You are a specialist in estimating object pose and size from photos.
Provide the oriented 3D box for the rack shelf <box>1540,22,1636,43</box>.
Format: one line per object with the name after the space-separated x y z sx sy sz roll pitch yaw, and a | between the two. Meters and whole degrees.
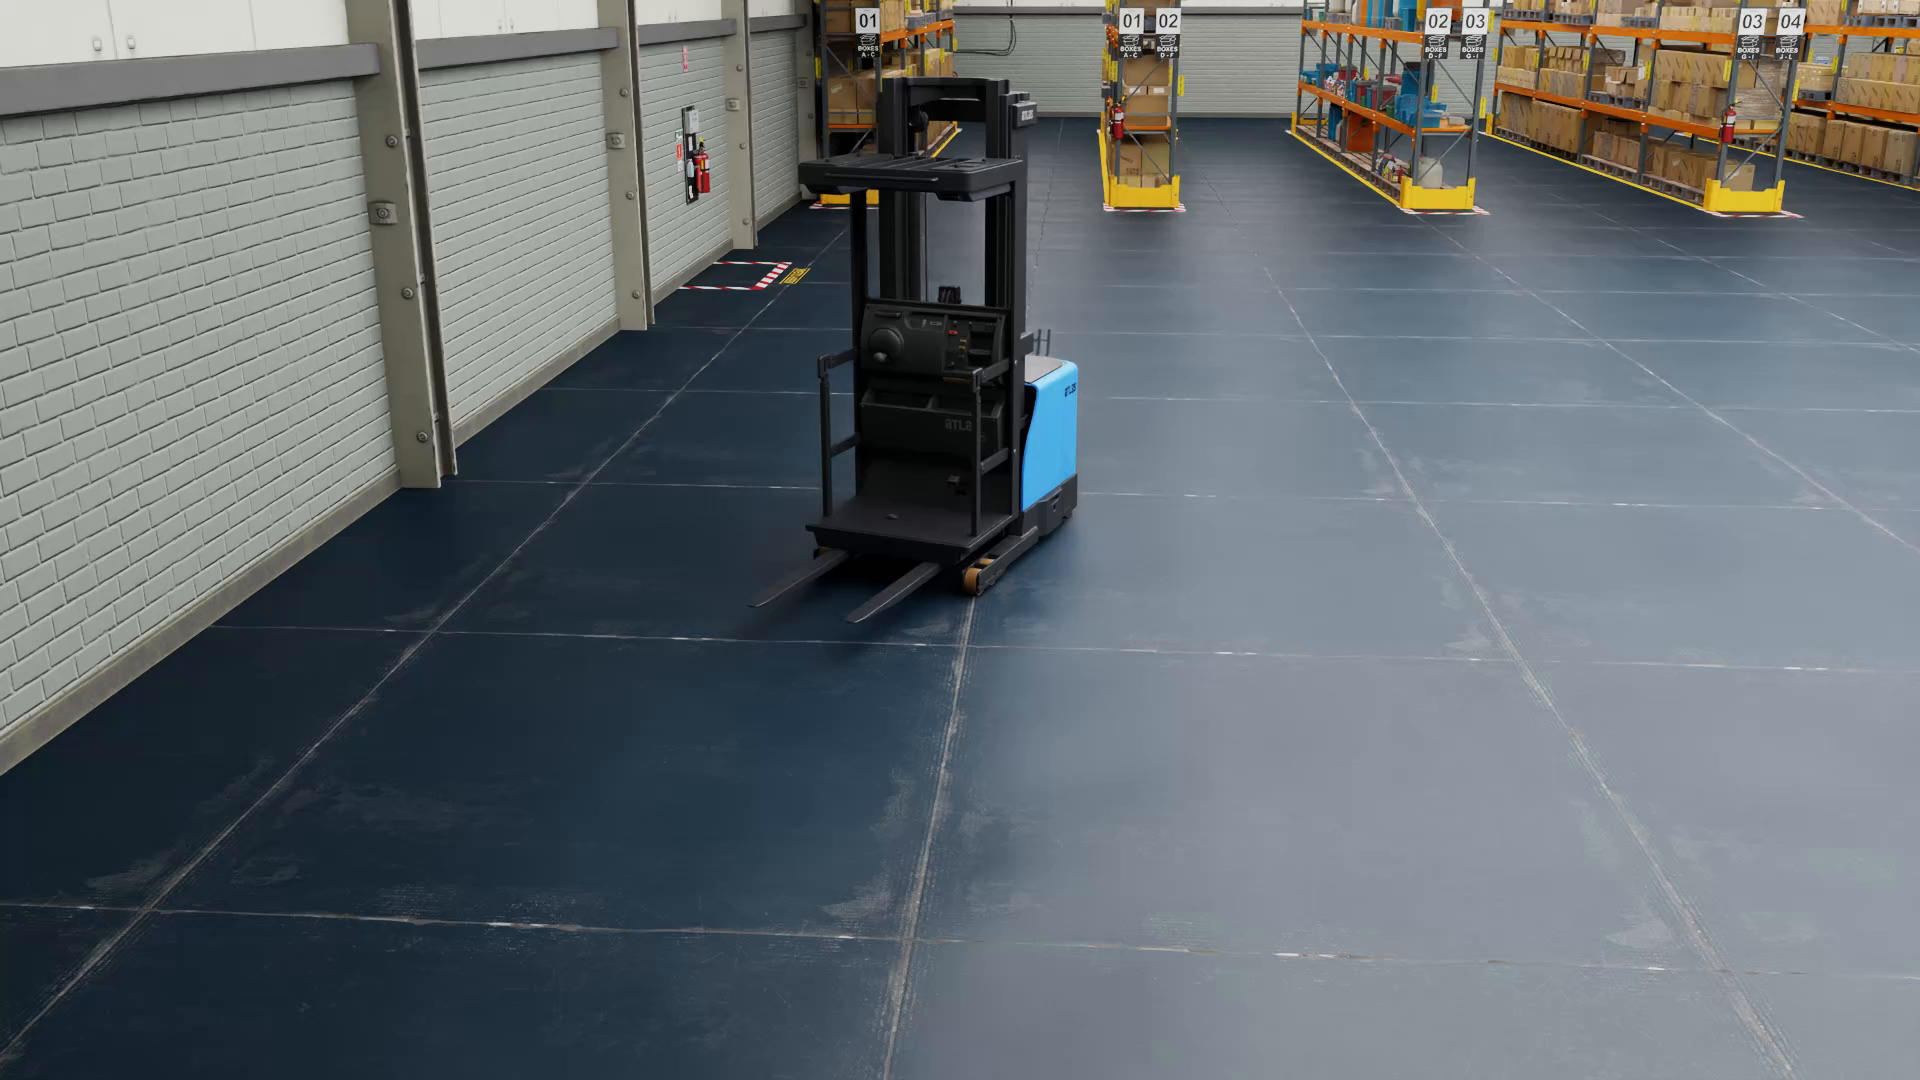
13.713 -11.079 36.256 1.077 0.370 4.000 1 18 4 | rack shelf

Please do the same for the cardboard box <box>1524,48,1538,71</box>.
13.663 -11.348 39.296 0.500 0.500 0.500 1 18 4 | cardboard box

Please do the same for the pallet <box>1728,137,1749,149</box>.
18.809 -9.359 39.147 1.003 0.211 1.213 1 18 4 | pallet

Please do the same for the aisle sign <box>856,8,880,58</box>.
-1.531 -8.428 27.652 0.394 0.787 0.004 1 18 4 | aisle sign

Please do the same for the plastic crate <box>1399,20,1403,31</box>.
7.958 -9.084 29.351 0.336 0.188 0.450 1 18 4 | plastic crate

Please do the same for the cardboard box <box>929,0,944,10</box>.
-0.653 -12.759 39.632 0.500 0.250 0.500 1 18 4 | cardboard box

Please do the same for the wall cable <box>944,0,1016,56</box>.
0.084 -15.315 48.197 3.097 2.526 0.112 1 18 4 | wall cable

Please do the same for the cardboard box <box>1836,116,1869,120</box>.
18.801 -8.809 35.126 0.500 0.250 0.500 0 18 1 | cardboard box

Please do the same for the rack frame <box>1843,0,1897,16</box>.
18.510 -12.083 33.348 1.000 3.000 0.127 1 18 4 | rack frame

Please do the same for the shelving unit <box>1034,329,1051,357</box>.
0.445 -0.889 11.683 0.258 1.200 0.189 8 9 23 | shelving unit

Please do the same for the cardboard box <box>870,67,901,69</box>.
-1.405 -9.257 33.488 0.700 0.500 0.500 4 19 11 | cardboard box

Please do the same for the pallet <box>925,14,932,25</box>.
-1.259 -11.243 35.904 1.213 0.211 1.003 2 18 6 | pallet

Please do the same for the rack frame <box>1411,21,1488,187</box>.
8.056 -7.001 27.470 1.000 3.000 0.127 1 18 4 | rack frame

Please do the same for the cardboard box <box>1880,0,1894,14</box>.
18.166 -10.328 32.115 0.500 0.311 0.500 1 18 3 | cardboard box

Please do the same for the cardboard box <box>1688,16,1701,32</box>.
12.886 -8.870 28.599 0.500 0.250 0.500 1 18 3 | cardboard box

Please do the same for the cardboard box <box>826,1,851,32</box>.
-2.048 -8.839 28.072 0.500 0.500 0.500 3 18 8 | cardboard box

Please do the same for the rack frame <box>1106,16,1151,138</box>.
3.976 -10.839 39.186 1.000 3.000 0.127 1 18 4 | rack frame

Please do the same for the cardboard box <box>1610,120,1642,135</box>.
13.524 -8.378 33.779 0.500 0.250 0.500 3 18 10 | cardboard box

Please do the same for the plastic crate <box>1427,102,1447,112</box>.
8.534 -7.822 30.217 0.499 0.251 0.616 1 18 4 | plastic crate

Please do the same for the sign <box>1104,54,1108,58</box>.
3.434 -11.260 39.080 0.100 0.325 0.005 1 18 4 | sign

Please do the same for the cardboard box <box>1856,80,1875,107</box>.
18.138 -8.832 32.899 0.500 0.500 0.500 1 18 4 | cardboard box

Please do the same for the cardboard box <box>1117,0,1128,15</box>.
2.935 -9.096 28.390 0.500 0.250 0.500 1 18 4 | cardboard box

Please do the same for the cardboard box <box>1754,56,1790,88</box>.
13.308 -7.719 27.418 0.500 0.500 0.500 1 18 4 | cardboard box

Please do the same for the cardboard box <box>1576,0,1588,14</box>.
13.516 -11.508 35.575 0.500 0.500 0.500 2 18 7 | cardboard box

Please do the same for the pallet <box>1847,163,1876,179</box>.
18.288 -7.286 32.821 1.003 0.211 1.213 1 18 4 | pallet

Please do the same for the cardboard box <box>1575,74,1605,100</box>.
13.358 -9.581 35.185 0.500 0.500 0.500 2 18 6 | cardboard box

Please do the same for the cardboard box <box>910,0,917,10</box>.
-1.275 -11.537 35.632 0.700 0.500 0.500 0 18 0 | cardboard box

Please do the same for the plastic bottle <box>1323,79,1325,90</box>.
8.465 -10.568 38.544 0.061 0.283 0.133 1 18 4 | plastic bottle

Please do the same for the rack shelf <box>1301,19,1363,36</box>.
9.060 -12.432 40.385 1.077 0.370 4.000 1 18 4 | rack shelf

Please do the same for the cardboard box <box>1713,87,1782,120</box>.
13.063 -7.249 27.591 0.875 0.500 0.500 1 18 4 | cardboard box

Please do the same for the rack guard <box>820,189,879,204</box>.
-1.820 -6.057 28.607 1.175 0.500 0.348 1 18 4 | rack guard

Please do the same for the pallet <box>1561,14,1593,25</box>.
13.640 -11.259 35.952 1.003 0.211 1.213 2 18 6 | pallet

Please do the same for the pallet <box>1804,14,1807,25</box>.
18.575 -11.299 36.074 1.213 0.211 1.003 1 18 4 | pallet

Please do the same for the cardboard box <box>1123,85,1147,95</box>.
2.953 -7.591 28.070 0.380 0.149 0.250 1 18 3 | cardboard box

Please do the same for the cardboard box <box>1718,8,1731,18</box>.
12.751 -8.692 27.417 0.380 0.149 0.250 0 18 2 | cardboard box

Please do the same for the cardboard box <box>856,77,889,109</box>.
-1.491 -7.658 28.481 0.500 0.500 0.500 1 18 4 | cardboard box

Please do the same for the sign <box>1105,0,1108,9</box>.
3.434 -12.520 38.668 0.100 0.325 0.005 1 18 4 | sign

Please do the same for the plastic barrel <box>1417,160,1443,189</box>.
8.027 -6.224 28.421 0.421 0.512 0.421 0 18 0 | plastic barrel

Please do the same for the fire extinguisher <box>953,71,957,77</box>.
-0.207 -12.014 43.492 0.296 0.674 0.183 1 18 4 | fire extinguisher

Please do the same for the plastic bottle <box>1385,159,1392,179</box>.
7.827 -6.761 30.287 0.144 0.351 0.185 1 18 3 | plastic bottle

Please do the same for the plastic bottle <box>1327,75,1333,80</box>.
8.565 -10.589 38.502 0.144 0.351 0.185 1 18 4 | plastic bottle

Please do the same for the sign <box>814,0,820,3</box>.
-2.378 -9.087 27.597 0.100 0.325 0.005 1 18 4 | sign

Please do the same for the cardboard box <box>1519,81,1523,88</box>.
13.625 -10.919 39.833 0.380 0.149 0.250 2 18 5 | cardboard box

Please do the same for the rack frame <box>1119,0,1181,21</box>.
3.116 -9.963 26.877 1.000 3.000 0.127 1 18 4 | rack frame

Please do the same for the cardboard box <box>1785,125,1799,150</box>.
18.359 -8.780 36.242 0.500 0.500 0.500 0 18 1 | cardboard box

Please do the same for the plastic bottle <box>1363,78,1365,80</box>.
8.937 -10.031 36.797 0.144 0.351 0.185 1 18 4 | plastic bottle

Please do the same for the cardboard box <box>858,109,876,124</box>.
-1.474 -7.304 28.606 0.500 0.250 0.500 1 18 2 | cardboard box

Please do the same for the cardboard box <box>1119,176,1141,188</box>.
2.860 -6.178 28.703 0.500 0.250 0.500 1 18 4 | cardboard box

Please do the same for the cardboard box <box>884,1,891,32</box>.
-1.478 -8.968 28.466 0.500 0.500 0.500 2 18 8 | cardboard box

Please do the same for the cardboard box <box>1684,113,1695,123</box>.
12.814 -7.332 28.885 0.380 0.149 0.250 1 18 4 | cardboard box

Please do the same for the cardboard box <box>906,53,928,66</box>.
-0.960 -10.405 35.986 0.500 0.250 0.500 2 18 5 | cardboard box

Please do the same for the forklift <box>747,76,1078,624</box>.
-0.254 -1.213 9.918 1.130 2.935 3.031 8 20 22 | forklift
